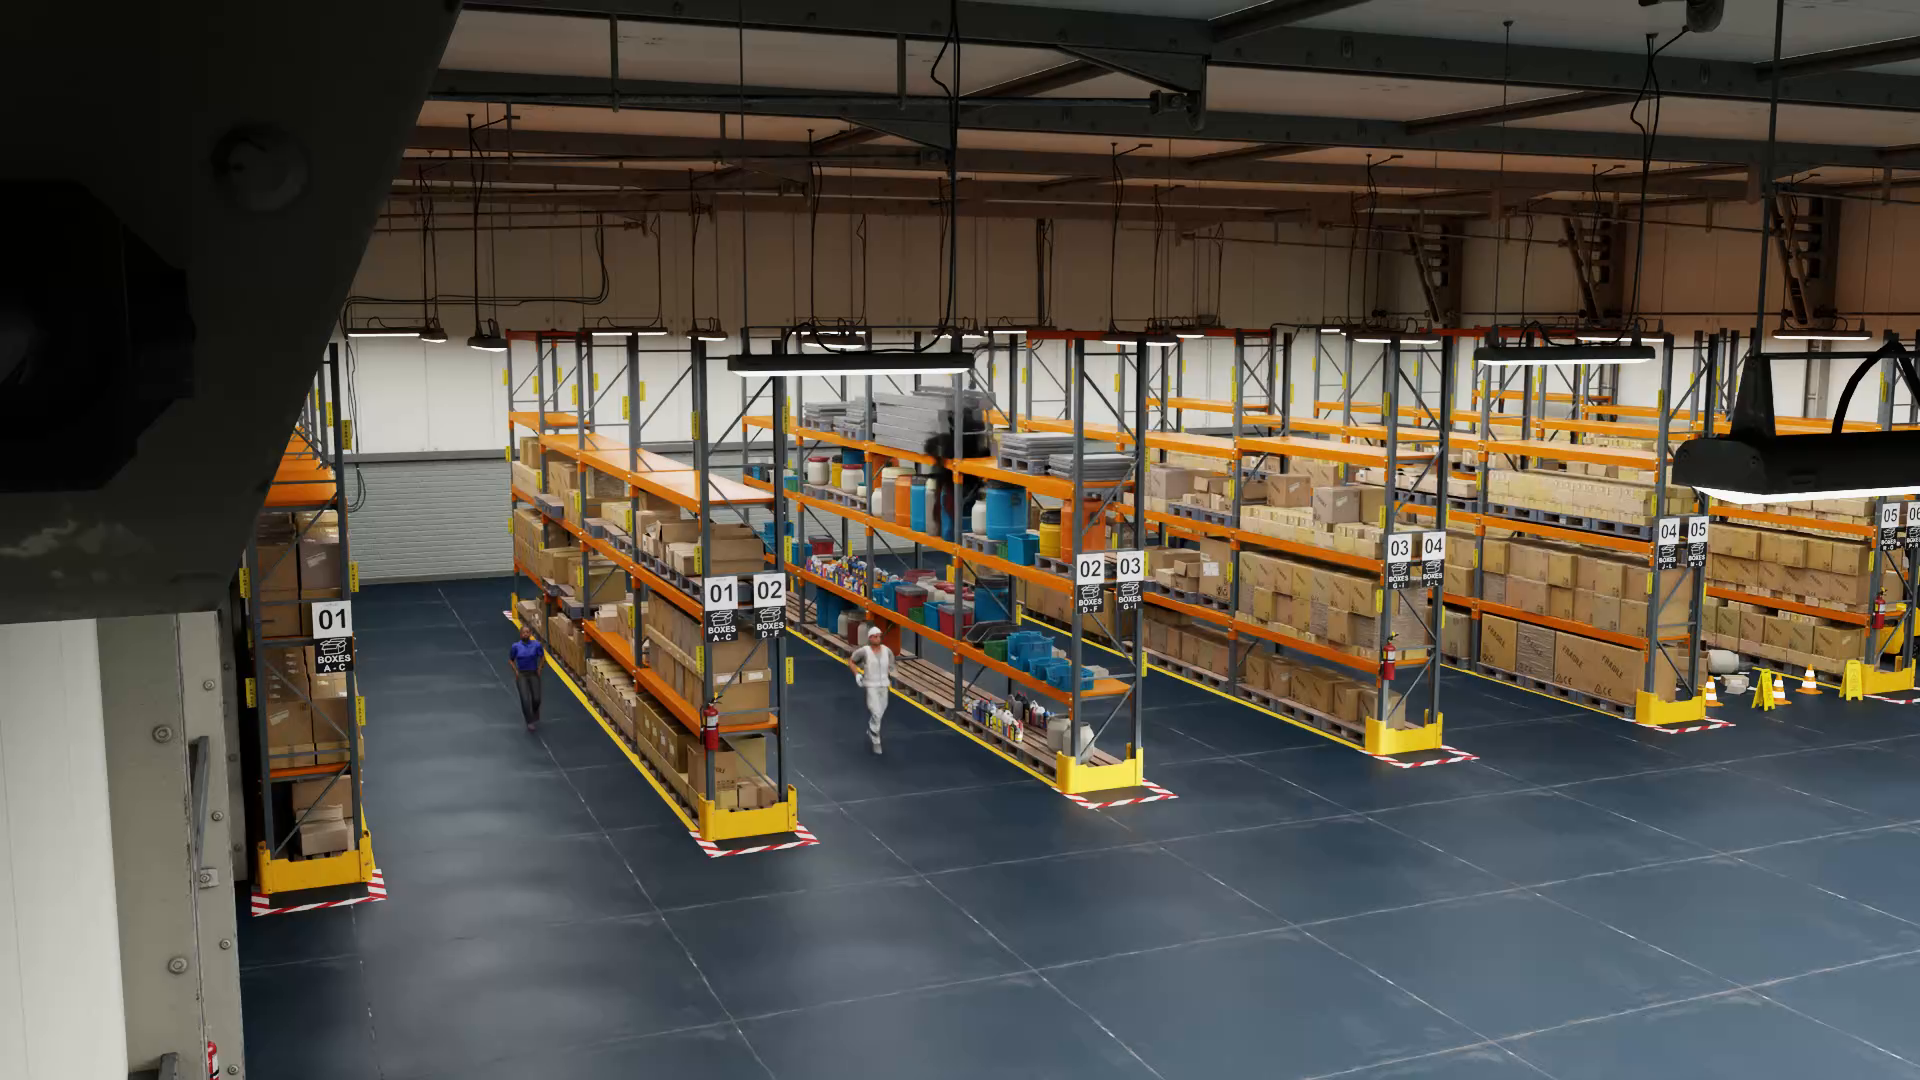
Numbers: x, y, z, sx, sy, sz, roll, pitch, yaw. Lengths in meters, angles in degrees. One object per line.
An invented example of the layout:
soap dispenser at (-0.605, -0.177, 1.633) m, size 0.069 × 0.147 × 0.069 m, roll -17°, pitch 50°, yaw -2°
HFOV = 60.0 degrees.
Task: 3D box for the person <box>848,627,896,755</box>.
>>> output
person at (-1.216, 2.173, 24.124) m, size 0.631 × 1.844 × 0.735 m, roll -5°, pitch 9°, yaw -31°

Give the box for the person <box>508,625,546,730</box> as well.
person at (-6.598, 2.091, 25.378) m, size 0.555 × 1.609 × 0.530 m, roll -2°, pitch 8°, yaw -16°

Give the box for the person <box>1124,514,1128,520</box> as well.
person at (3.813, 0.251, 38.614) m, size 0.626 × 1.784 × 0.758 m, roll -1°, pitch 8°, yaw -10°

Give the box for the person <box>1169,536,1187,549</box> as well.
person at (5.540, -0.143, 41.945) m, size 0.541 × 1.608 × 0.627 m, roll 7°, pitch 11°, yaw 43°
